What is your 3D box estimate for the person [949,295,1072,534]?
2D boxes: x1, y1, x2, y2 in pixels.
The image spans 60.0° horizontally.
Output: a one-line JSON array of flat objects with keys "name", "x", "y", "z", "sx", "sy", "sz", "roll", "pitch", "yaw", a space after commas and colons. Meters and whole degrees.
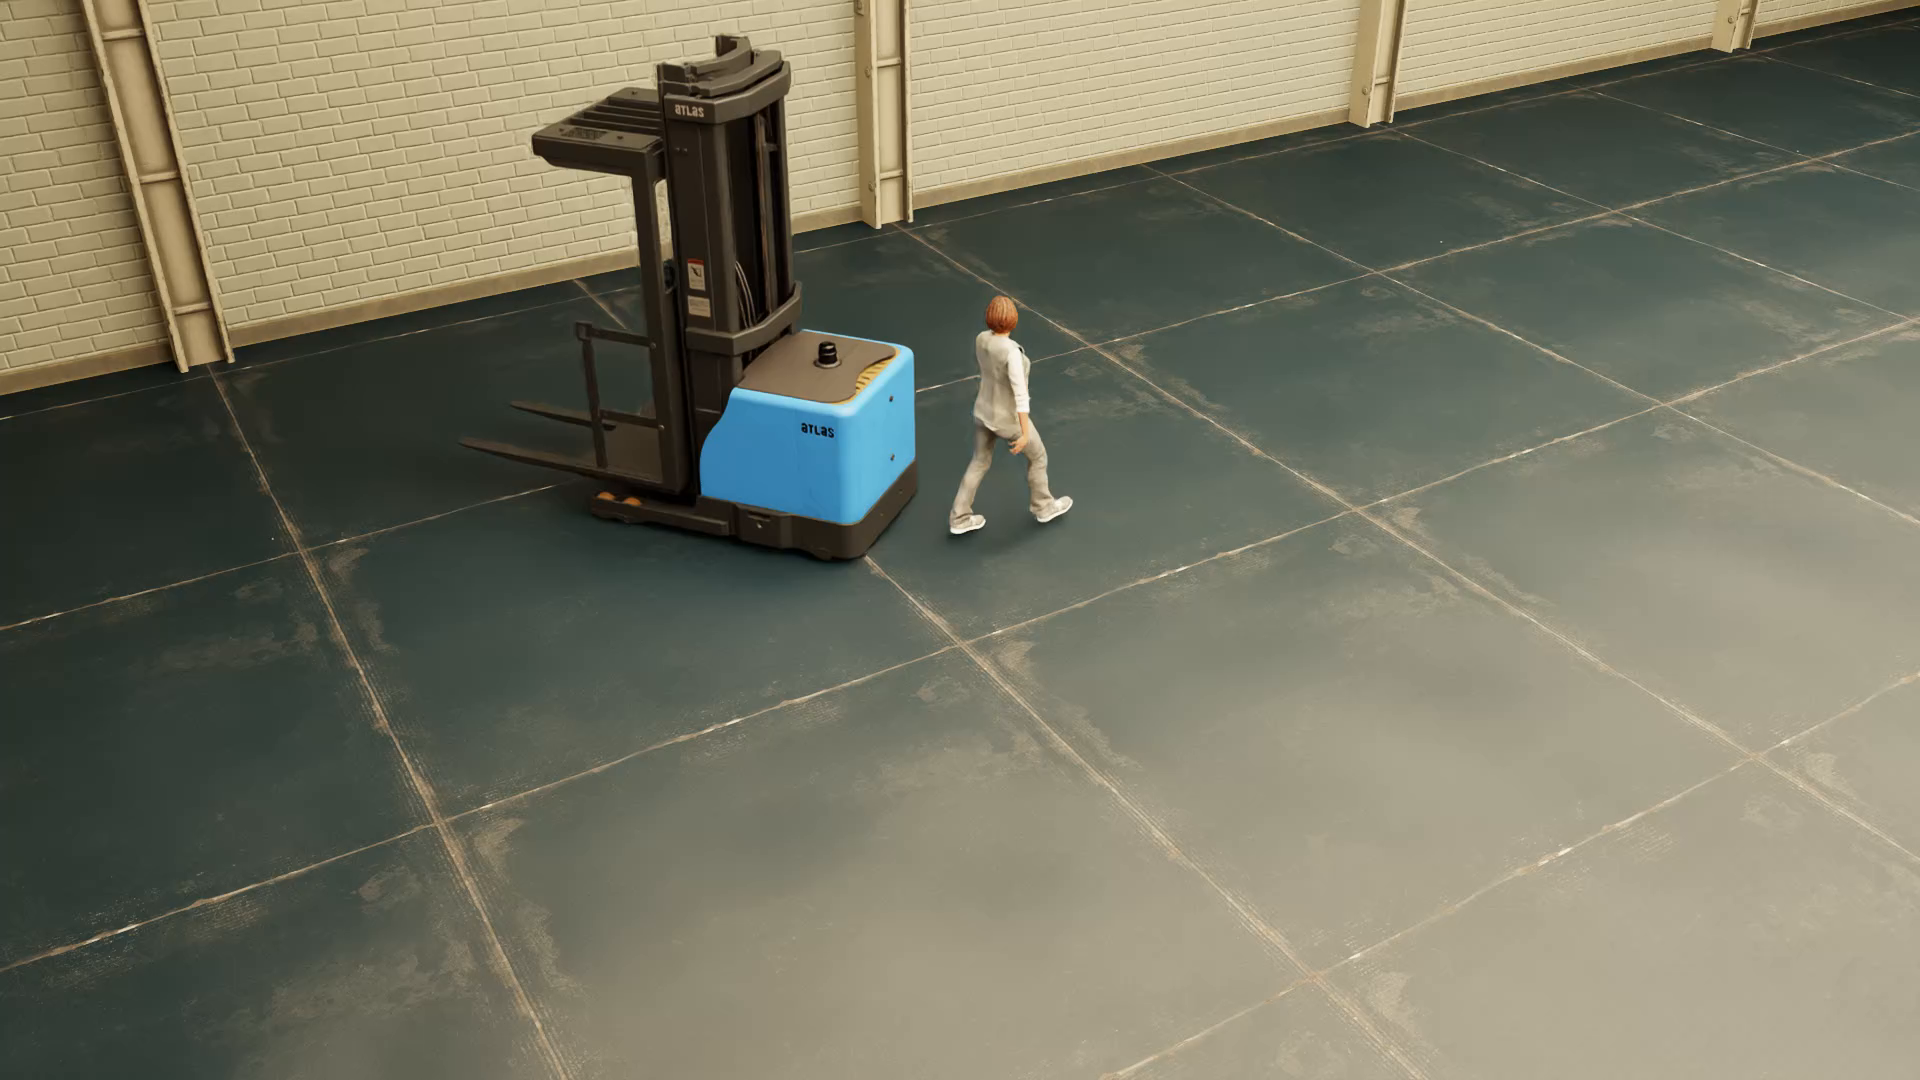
[{"name": "person", "x": 0.328, "y": -0.760, "z": 10.204, "sx": 0.806, "sy": 1.544, "sz": 0.529, "roll": -24, "pitch": 38, "yaw": -34}]

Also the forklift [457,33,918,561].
[{"name": "forklift", "x": -1.847, "y": -1.600, "z": 10.320, "sx": 3.031, "sy": 2.935, "sz": 1.130, "roll": 11, "pitch": 33, "yaw": 18}]
